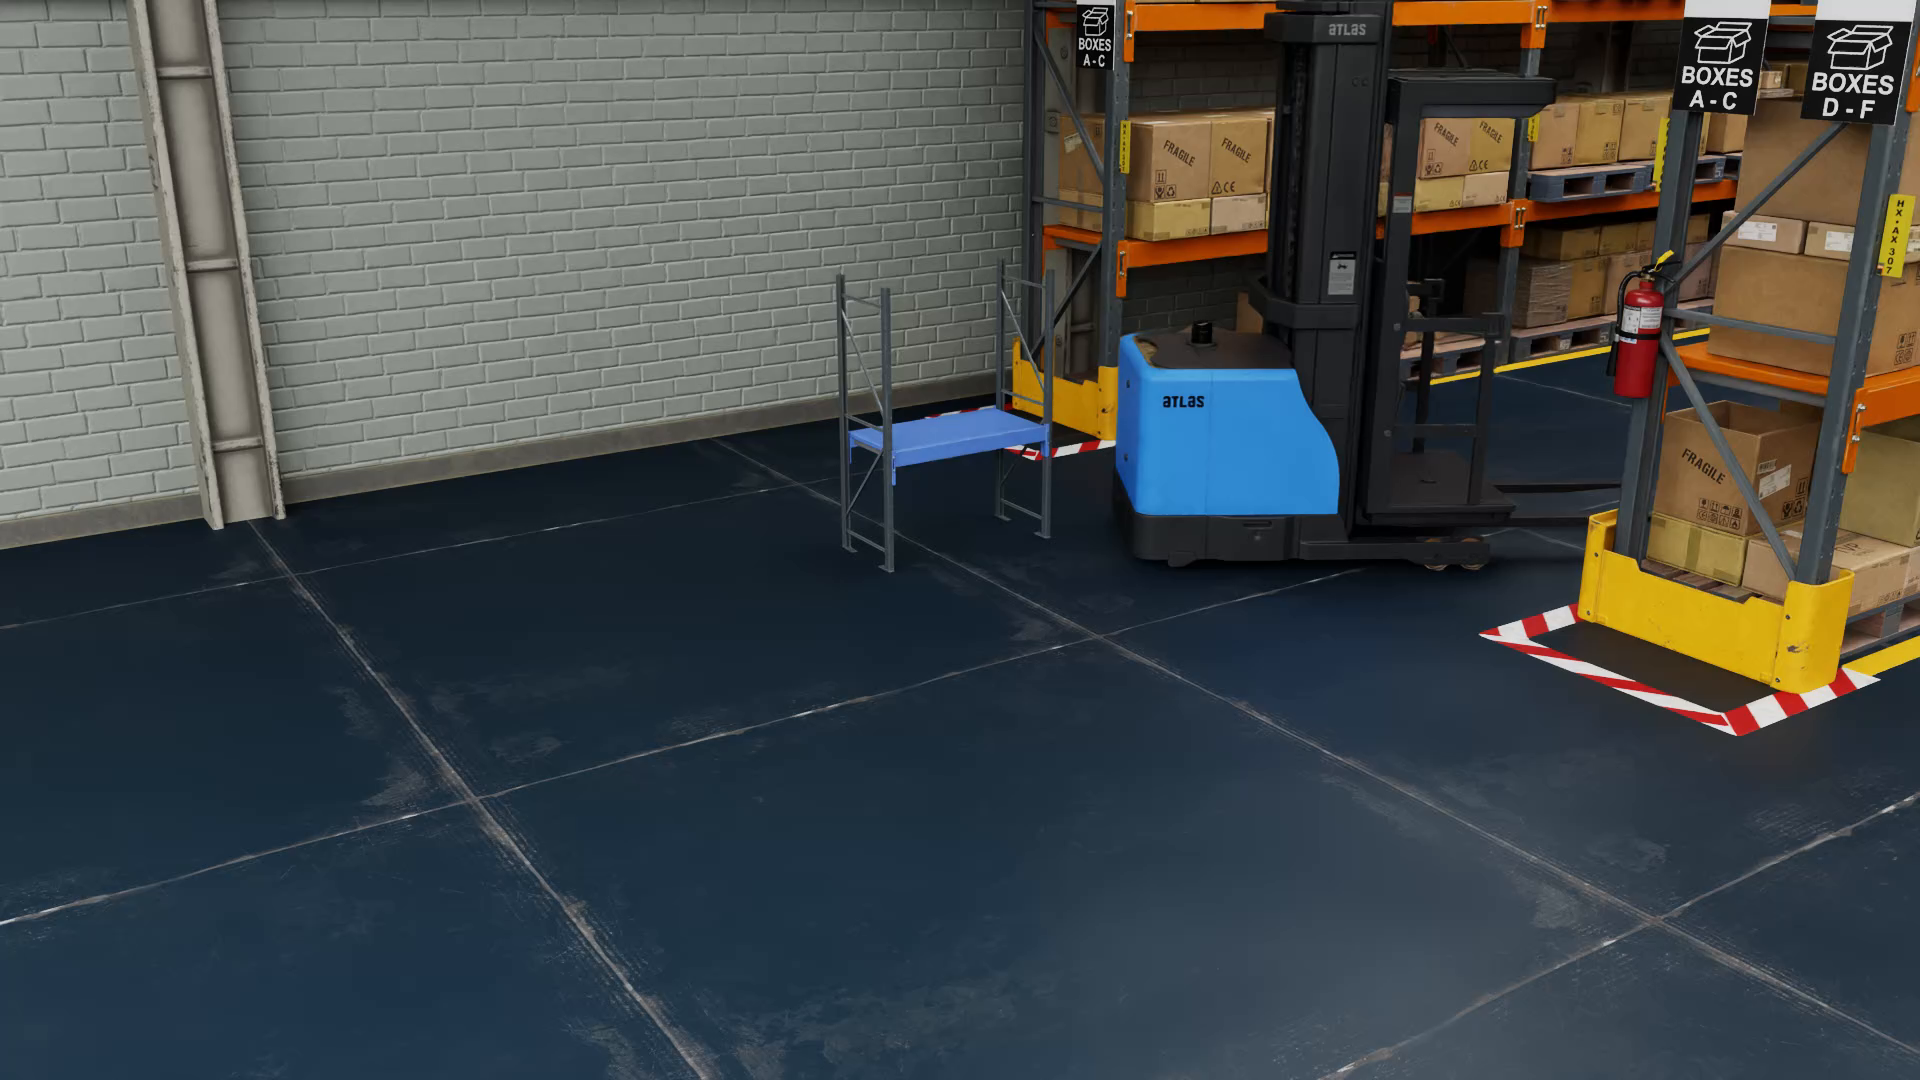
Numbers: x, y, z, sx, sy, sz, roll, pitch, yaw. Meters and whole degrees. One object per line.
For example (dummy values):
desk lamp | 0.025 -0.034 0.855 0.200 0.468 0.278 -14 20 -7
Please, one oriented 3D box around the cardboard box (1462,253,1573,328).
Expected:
cardboard box | 4.703 -2.119 14.046 0.500 0.500 0.700 -11 22 -30

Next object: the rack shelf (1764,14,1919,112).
rack shelf | 5.155 -2.365 7.995 4.000 0.370 1.077 -12 22 -31

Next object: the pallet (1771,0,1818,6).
pallet | 4.089 -2.429 7.200 1.213 0.211 1.003 -12 22 -31

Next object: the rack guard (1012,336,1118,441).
rack guard | 0.820 -1.086 11.676 0.348 0.500 1.175 -12 22 -31

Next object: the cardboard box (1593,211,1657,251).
cardboard box | 5.928 -2.729 14.678 0.500 0.250 0.500 -12 22 -32

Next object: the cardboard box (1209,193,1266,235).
cardboard box | 1.765 -2.291 11.541 0.500 0.250 0.500 -13 22 -33

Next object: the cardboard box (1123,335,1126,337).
cardboard box | 1.384 -1.289 11.885 0.500 0.311 0.500 -15 24 -37

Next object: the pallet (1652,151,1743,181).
pallet | 6.902 -3.421 14.979 1.003 0.211 1.213 -12 22 -31

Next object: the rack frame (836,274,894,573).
rack frame | -0.496 -0.606 8.695 0.032 1.500 0.500 -12 22 -31

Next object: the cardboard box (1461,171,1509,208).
cardboard box | 3.869 -2.735 12.854 0.500 0.250 0.500 -12 22 -31

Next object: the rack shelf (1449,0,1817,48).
rack shelf | 5.768 -4.394 13.997 4.000 0.370 1.077 -12 22 -31

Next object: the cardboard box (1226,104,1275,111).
cardboard box | 2.309 -2.957 12.340 0.500 0.500 0.500 -12 22 -31

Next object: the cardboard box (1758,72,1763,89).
cardboard box | 6.906 -4.099 14.831 0.250 0.149 0.380 -17 25 -40

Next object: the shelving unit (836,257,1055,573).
shelving unit | -0.071 -0.695 8.960 1.048 1.500 0.538 -12 22 -31

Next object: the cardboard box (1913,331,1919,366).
cardboard box | 4.317 -1.152 7.813 0.500 0.500 0.700 -11 22 -30

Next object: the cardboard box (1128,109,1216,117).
cardboard box | 1.459 -2.776 11.805 0.500 0.500 0.500 -12 22 -31

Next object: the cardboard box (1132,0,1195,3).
cardboard box | 1.174 -3.726 10.712 0.500 0.500 0.500 -11 22 -30

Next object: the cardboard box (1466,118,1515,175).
cardboard box | 3.873 -3.089 12.729 0.500 0.500 0.500 -12 22 -32

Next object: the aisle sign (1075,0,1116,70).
aisle sign | 0.862 -3.395 10.544 0.004 0.787 0.394 -12 22 -31

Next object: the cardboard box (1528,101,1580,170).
cardboard box | 4.541 -3.297 13.471 0.500 0.500 0.700 -12 22 -31

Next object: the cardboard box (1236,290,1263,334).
cardboard box | 2.500 -1.595 12.495 0.500 0.500 0.700 -14 23 -35

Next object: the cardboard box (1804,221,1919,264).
cardboard box | 3.930 -1.298 7.233 0.250 0.149 0.380 -12 22 -32

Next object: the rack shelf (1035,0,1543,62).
rack shelf | 2.427 -3.689 11.913 4.000 0.370 1.077 -12 22 -31

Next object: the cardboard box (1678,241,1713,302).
cardboard box | 6.371 -2.489 15.141 0.500 0.500 0.700 -12 22 -31

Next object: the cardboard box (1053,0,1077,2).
cardboard box | 0.966 -3.876 11.154 0.500 0.500 0.500 -10 21 -28

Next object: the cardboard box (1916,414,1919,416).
cardboard box | 4.882 -0.399 8.207 0.500 0.500 0.500 -12 22 -31

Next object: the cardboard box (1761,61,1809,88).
cardboard box | 7.674 -4.368 15.658 0.500 0.250 0.500 -11 22 -30

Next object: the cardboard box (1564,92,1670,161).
cardboard box | 5.545 -3.518 14.125 0.500 0.500 0.700 -9 21 -24

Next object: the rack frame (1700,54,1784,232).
rack frame | 7.438 -3.666 15.404 0.127 3.000 1.000 -12 22 -31

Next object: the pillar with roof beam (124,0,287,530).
pillar with roof beam | -1.778 -3.245 4.792 0.400 9.000 9.100 -12 22 -31

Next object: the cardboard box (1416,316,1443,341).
cardboard box | 3.667 -1.725 13.401 0.250 0.166 0.380 -16 24 -38

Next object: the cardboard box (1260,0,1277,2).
cardboard box | 2.073 -3.904 11.238 0.500 0.500 0.500 -11 21 -29

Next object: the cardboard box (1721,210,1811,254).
cardboard box | 3.699 -1.405 7.548 0.250 0.149 0.380 -12 22 -32

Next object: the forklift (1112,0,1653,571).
forklift | 2.405 -1.398 8.802 3.031 2.935 1.130 -1 19 -2

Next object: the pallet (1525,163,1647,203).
pallet | 4.816 -2.966 13.634 1.213 0.211 1.003 -12 22 -31

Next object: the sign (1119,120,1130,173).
sign | 1.055 -2.521 10.668 0.005 0.325 0.100 -12 22 -31

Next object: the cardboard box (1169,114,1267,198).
cardboard box | 1.739 -2.638 11.397 0.500 0.500 0.500 -12 22 -31

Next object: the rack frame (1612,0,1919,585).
rack frame | 3.484 -0.932 7.318 0.127 3.000 1.000 -12 22 -31

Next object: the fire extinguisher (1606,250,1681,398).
fire extinguisher | 3.130 -0.999 7.637 0.183 0.674 0.296 -12 22 -31

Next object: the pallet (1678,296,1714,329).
pallet | 6.785 -2.207 15.444 1.213 0.211 1.003 -12 22 -31

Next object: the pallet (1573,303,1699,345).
pallet | 5.767 -1.994 14.813 1.213 0.211 1.003 -12 22 -31

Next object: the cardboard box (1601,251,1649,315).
cardboard box | 5.555 -2.303 14.589 0.500 0.500 0.700 -12 22 -31

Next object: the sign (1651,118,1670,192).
sign | 3.197 -1.740 7.532 0.005 0.325 0.100 -12 22 -31

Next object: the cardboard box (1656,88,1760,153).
cardboard box | 6.599 -3.730 14.752 0.500 0.500 0.700 -14 23 -36

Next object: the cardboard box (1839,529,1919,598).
cardboard box | 4.470 0.048 8.058 0.500 0.250 0.500 -12 22 -31

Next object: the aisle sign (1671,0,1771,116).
aisle sign | 3.268 -2.231 7.100 0.004 0.787 0.394 -12 22 -31

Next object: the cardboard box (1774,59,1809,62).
cardboard box | 8.109 -4.458 15.925 0.500 0.250 0.500 -13 22 -33

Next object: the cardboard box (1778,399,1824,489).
cardboard box | 4.596 -0.538 8.619 0.500 0.500 0.500 -12 22 -31

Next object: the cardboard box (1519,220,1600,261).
cardboard box | 5.069 -2.553 14.158 0.500 0.250 0.500 -12 22 -33

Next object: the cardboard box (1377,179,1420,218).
cardboard box | 3.036 -2.557 12.327 0.500 0.250 0.500 -12 22 -32

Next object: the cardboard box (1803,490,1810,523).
cardboard box | 4.181 -0.093 8.475 0.500 0.250 0.500 -12 22 -31

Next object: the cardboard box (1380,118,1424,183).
cardboard box | 3.032 -2.913 12.211 0.500 0.500 0.500 -13 22 -33

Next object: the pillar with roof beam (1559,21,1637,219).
pillar with roof beam | 8.244 -5.358 11.044 0.400 9.000 9.100 -12 22 -31
